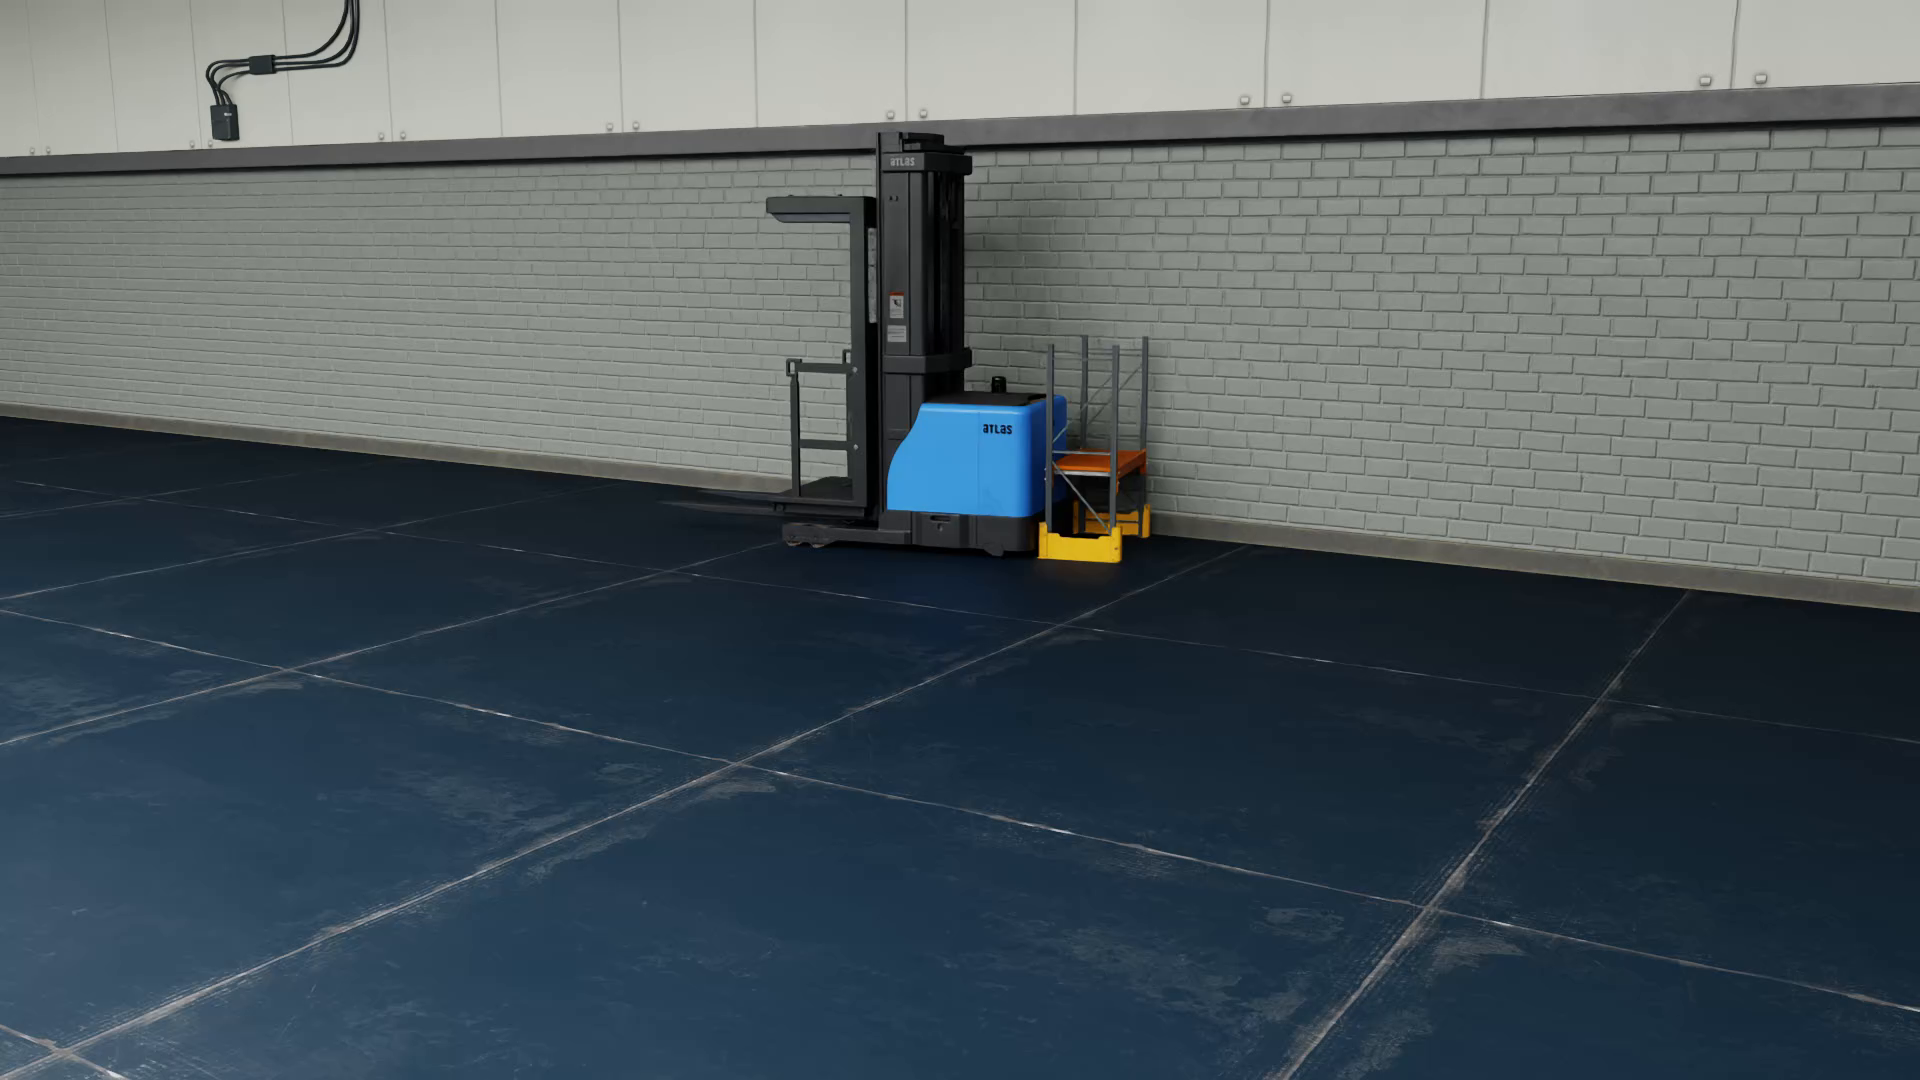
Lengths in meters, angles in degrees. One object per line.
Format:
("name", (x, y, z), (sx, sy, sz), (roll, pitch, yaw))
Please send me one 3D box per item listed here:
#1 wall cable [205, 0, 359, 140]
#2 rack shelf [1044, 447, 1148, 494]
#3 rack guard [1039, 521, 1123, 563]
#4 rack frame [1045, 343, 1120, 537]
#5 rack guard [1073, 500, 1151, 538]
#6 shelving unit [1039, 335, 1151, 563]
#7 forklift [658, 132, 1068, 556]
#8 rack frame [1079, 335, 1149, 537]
("wall cable", (-6.867, -7.063, 16.398), (2.305, 6.003, 0.169), (6, 12, 31))
("rack shelf", (0.995, -0.511, 12.002), (0.538, 0.185, 1.000), (3, 11, 17))
("rack guard", (0.841, 0.015, 11.609), (0.587, 0.250, 0.087), (3, 11, 17))
("rack frame", (0.841, -0.599, 11.493), (0.500, 1.500, 0.032), (3, 11, 17))
("rack guard", (1.143, -0.160, 12.542), (0.587, 0.250, 0.087), (3, 11, 17))
("shelving unit", (0.992, -0.687, 11.960), (0.587, 1.500, 1.083), (3, 11, 17))
("forklift", (-0.769, -1.469, 12.253), (3.031, 2.935, 1.130), (4, 11, 20))
("rack frame", (1.149, -0.777, 12.445), (0.500, 1.500, 0.032), (3, 11, 17))
